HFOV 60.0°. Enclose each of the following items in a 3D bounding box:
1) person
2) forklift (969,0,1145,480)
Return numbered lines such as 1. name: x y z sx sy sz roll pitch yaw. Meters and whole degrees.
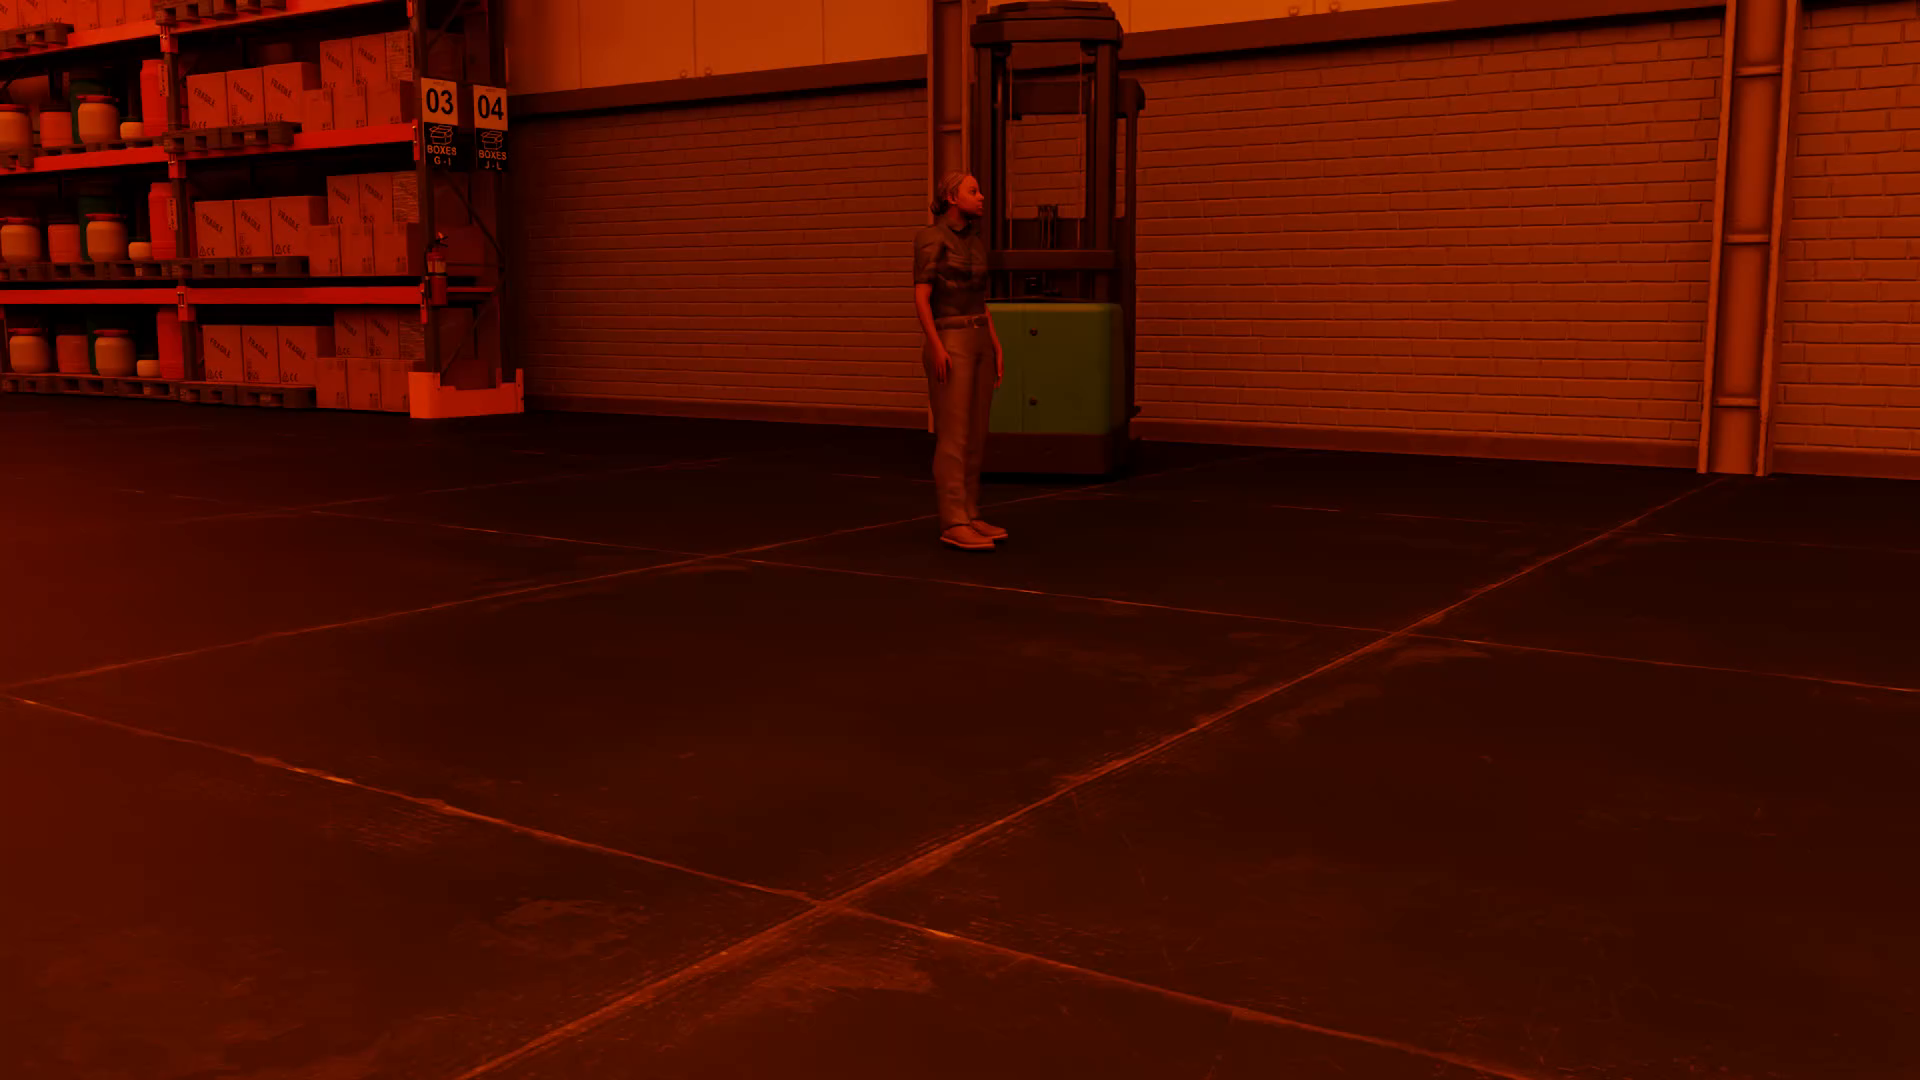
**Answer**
1. person: 0.062 -0.817 7.422 0.504 1.654 0.570 5 10 34
2. forklift: 0.650 -1.986 11.156 1.130 2.935 3.031 1 8 10
